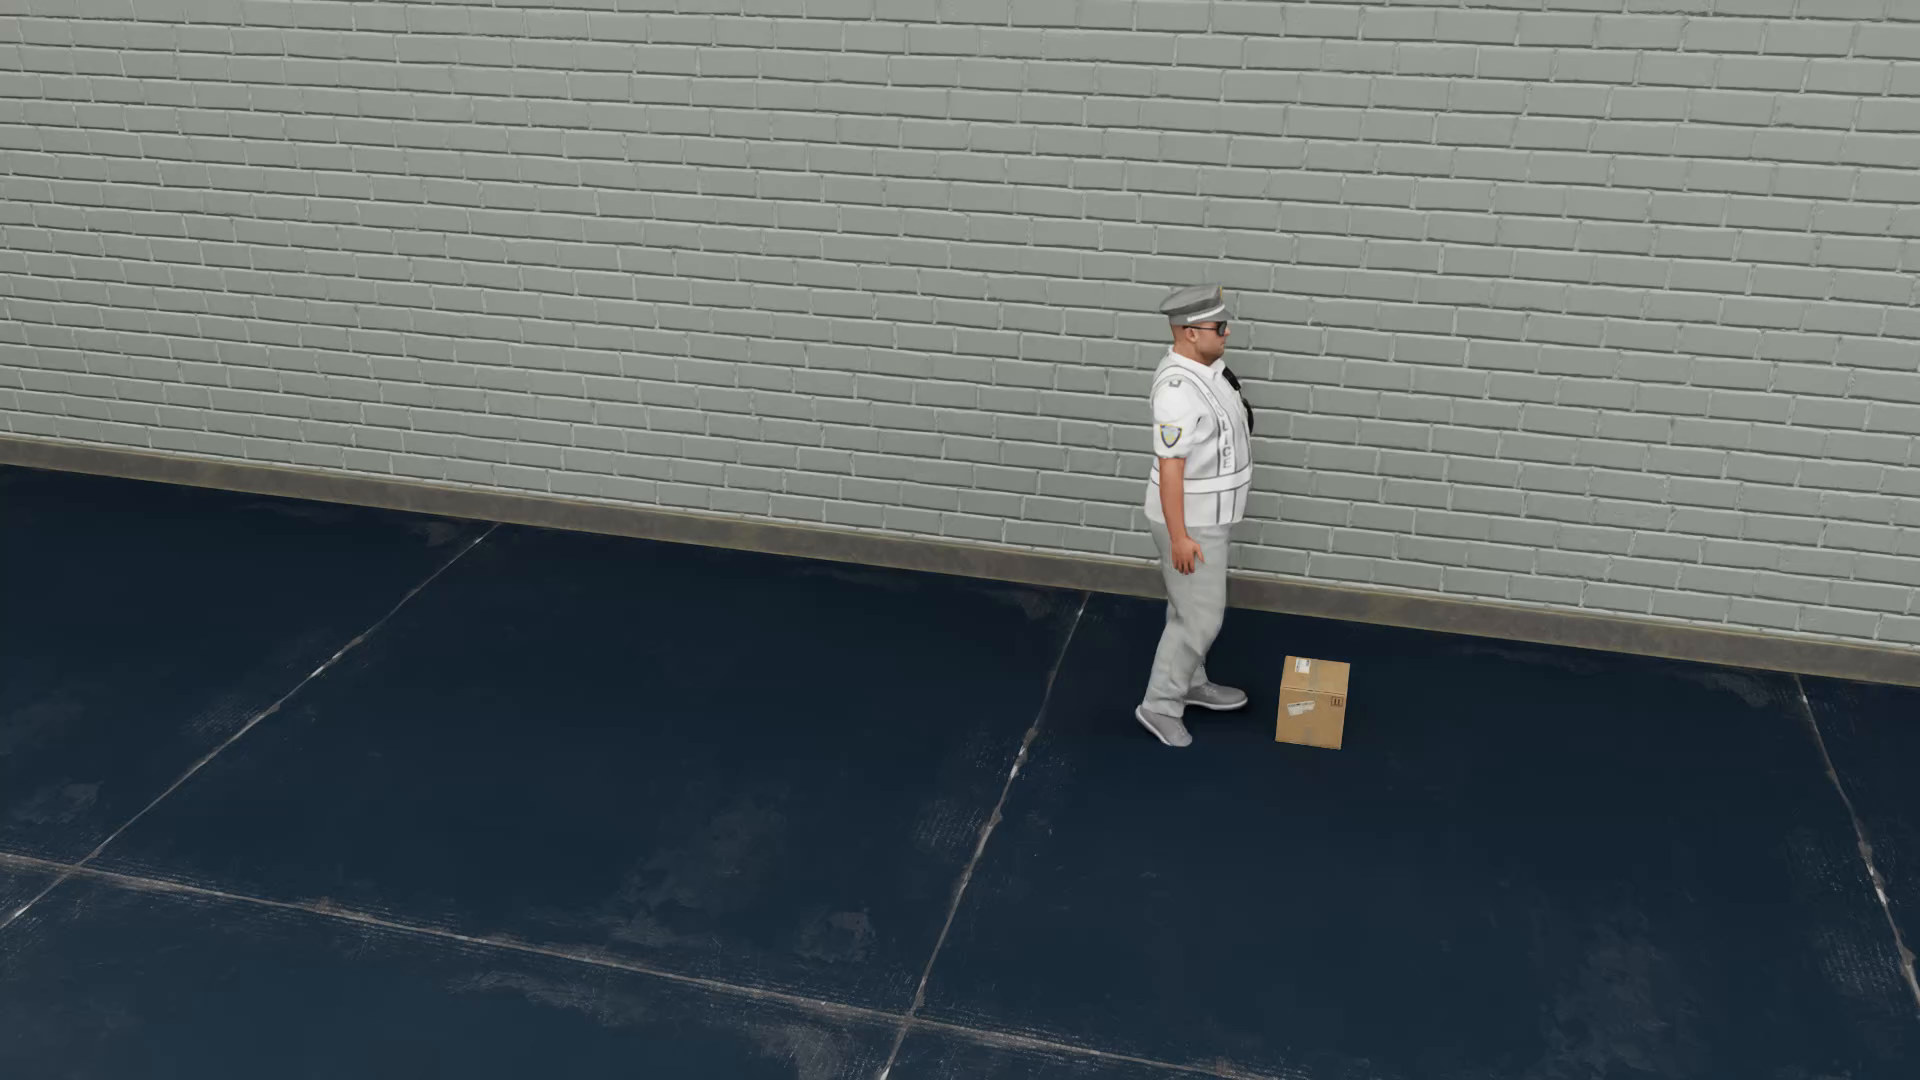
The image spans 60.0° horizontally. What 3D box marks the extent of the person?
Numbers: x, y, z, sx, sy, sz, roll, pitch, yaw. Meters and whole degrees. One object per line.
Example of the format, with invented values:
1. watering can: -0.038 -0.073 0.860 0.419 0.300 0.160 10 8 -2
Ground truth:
1. person: 0.922 -0.074 6.314 0.439 1.855 0.550 7 26 14
